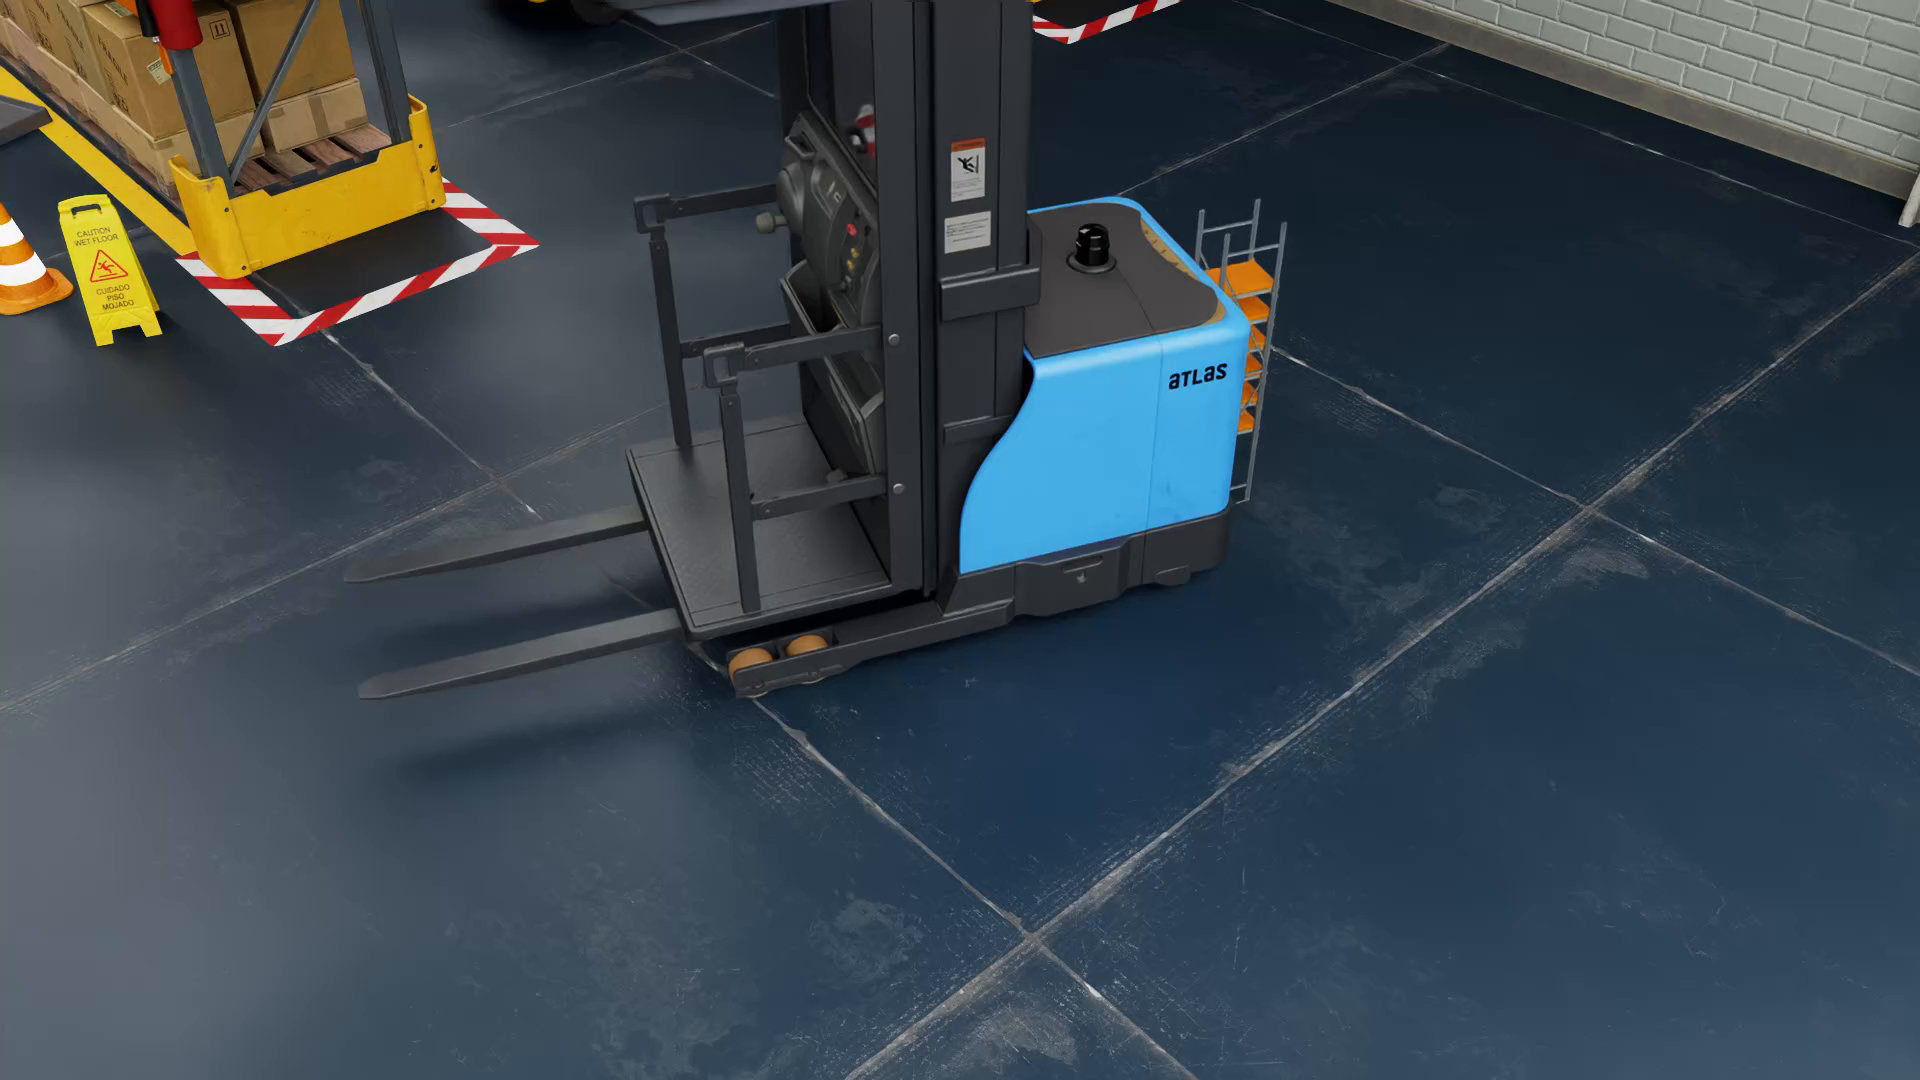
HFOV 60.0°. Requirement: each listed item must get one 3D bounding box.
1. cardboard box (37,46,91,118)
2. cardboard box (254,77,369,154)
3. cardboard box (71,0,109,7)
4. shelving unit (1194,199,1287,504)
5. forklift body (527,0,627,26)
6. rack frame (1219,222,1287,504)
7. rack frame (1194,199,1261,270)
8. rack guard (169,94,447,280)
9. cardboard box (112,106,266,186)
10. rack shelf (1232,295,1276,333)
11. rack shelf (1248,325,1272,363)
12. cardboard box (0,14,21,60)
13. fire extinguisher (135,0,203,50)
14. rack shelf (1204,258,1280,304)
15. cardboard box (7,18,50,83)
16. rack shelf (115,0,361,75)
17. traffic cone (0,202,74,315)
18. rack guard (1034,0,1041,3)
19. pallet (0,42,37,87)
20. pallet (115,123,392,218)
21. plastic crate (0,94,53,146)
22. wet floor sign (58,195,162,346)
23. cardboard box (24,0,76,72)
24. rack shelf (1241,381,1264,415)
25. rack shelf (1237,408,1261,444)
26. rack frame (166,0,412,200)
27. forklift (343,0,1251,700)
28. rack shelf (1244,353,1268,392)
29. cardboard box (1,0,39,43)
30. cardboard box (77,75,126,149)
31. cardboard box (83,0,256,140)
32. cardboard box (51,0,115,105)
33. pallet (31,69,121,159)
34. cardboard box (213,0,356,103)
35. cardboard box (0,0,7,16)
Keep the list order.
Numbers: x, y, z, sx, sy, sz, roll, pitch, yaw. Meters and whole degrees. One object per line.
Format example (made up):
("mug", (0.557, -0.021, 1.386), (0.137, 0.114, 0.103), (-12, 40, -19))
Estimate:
("cardboard box", (-4.495, -2.494, 8.804), (0.500, 0.250, 0.500), (-32, 49, -33))
("cardboard box", (-3.390, -2.242, 8.492), (0.500, 0.250, 0.500), (-30, 48, -32))
("cardboard box", (-4.080, -2.696, 7.942), (0.380, 0.149, 0.250), (-29, 47, -31))
("shelving unit", (0.973, -0.646, 6.095), (0.258, 1.200, 0.189), (-14, 41, -17))
("forklift body", (-2.021, -4.540, 10.160), (2.313, 2.155, 1.214), (-30, 48, -32))
("rack frame", (1.007, -0.592, 6.028), (0.240, 1.200, 0.006), (-14, 41, -17))
("rack frame", (0.940, -0.699, 6.161), (0.240, 1.200, 0.006), (-14, 41, -17))
("rack guard", (-3.099, -1.720, 7.982), (1.175, 0.500, 0.348), (-30, 48, -32))
("cardboard box", (-3.809, -2.022, 8.220), (0.500, 0.250, 0.500), (-30, 48, -32))
("rack shelf", (0.973, -0.798, 5.972), (0.258, 0.103, 0.180), (-14, 41, -17))
("rack shelf", (0.973, -0.705, 6.047), (0.258, 0.103, 0.180), (-14, 41, -17))
("cardboard box", (-5.184, -2.972, 9.397), (0.500, 0.250, 0.500), (-27, 46, -30))
("fire extinguisher", (-3.310, -2.378, 6.869), (0.296, 0.674, 0.183), (-30, 48, -32))
("rack shelf", (0.973, -0.891, 5.896), (0.258, 0.103, 0.180), (-14, 41, -17))
("cardboard box", (-4.823, -2.728, 9.094), (0.500, 0.250, 0.500), (-31, 48, -32))
("rack shelf", (-4.401, -3.303, 8.525), (1.077, 0.370, 4.000), (-30, 48, -32))
("traffic cone", (-4.289, -1.321, 7.517), (0.336, 0.463, 0.334), (-30, 48, -32))
("rack guard", (0.622, -3.785, 10.538), (1.175, 0.500, 0.348), (-30, 48, -32))
("pallet", (-5.273, -3.128, 9.955), (1.003, 0.211, 1.213), (-30, 48, -32))
("pallet", (-3.623, -1.999, 8.557), (1.003, 0.211, 1.213), (-30, 48, -32))
("plastic crate", (-5.295, -2.298, 9.031), (0.583, 0.080, 0.402), (18, 42, 21))
("wet floor sign", (-3.708, -1.199, 7.221), (0.267, 0.644, 0.232), (-15, 41, -17))
("cardboard box", (-4.473, -2.779, 8.561), (0.500, 0.500, 0.500), (-31, 48, -33))
("rack shelf", (0.973, -0.518, 6.198), (0.258, 0.103, 0.180), (-14, 41, -17))
("rack shelf", (0.973, -0.424, 6.273), (0.258, 0.103, 0.180), (-14, 41, -17))
("rack frame", (-3.048, -2.657, 7.153), (1.000, 3.000, 0.127), (-30, 48, -32))
("forklift", (-0.600, -0.987, 5.139), (3.031, 2.935, 1.130), (-13, 41, -16))
("rack shelf", (0.973, -0.611, 6.122), (0.258, 0.103, 0.180), (-14, 41, -17))
("cardboard box", (-4.833, -3.023, 8.863), (0.500, 0.500, 0.500), (-27, 46, -30))
("cardboard box", (-4.137, -2.254, 8.507), (0.500, 0.250, 0.500), (-30, 48, -32))
("cardboard box", (-3.782, -2.303, 7.971), (0.500, 0.500, 0.500), (-30, 47, -31))
("cardboard box", (-4.137, -2.543, 8.268), (0.500, 0.500, 0.500), (-28, 47, -30))
("pallet", (-4.444, -2.563, 9.255), (1.003, 0.211, 1.213), (-30, 48, -32))
("cardboard box", (-3.406, -2.544, 8.270), (0.500, 0.500, 0.500), (-32, 49, -33))
("cardboard box", (-5.182, -3.263, 9.161), (0.500, 0.500, 0.500), (-28, 47, -30))
